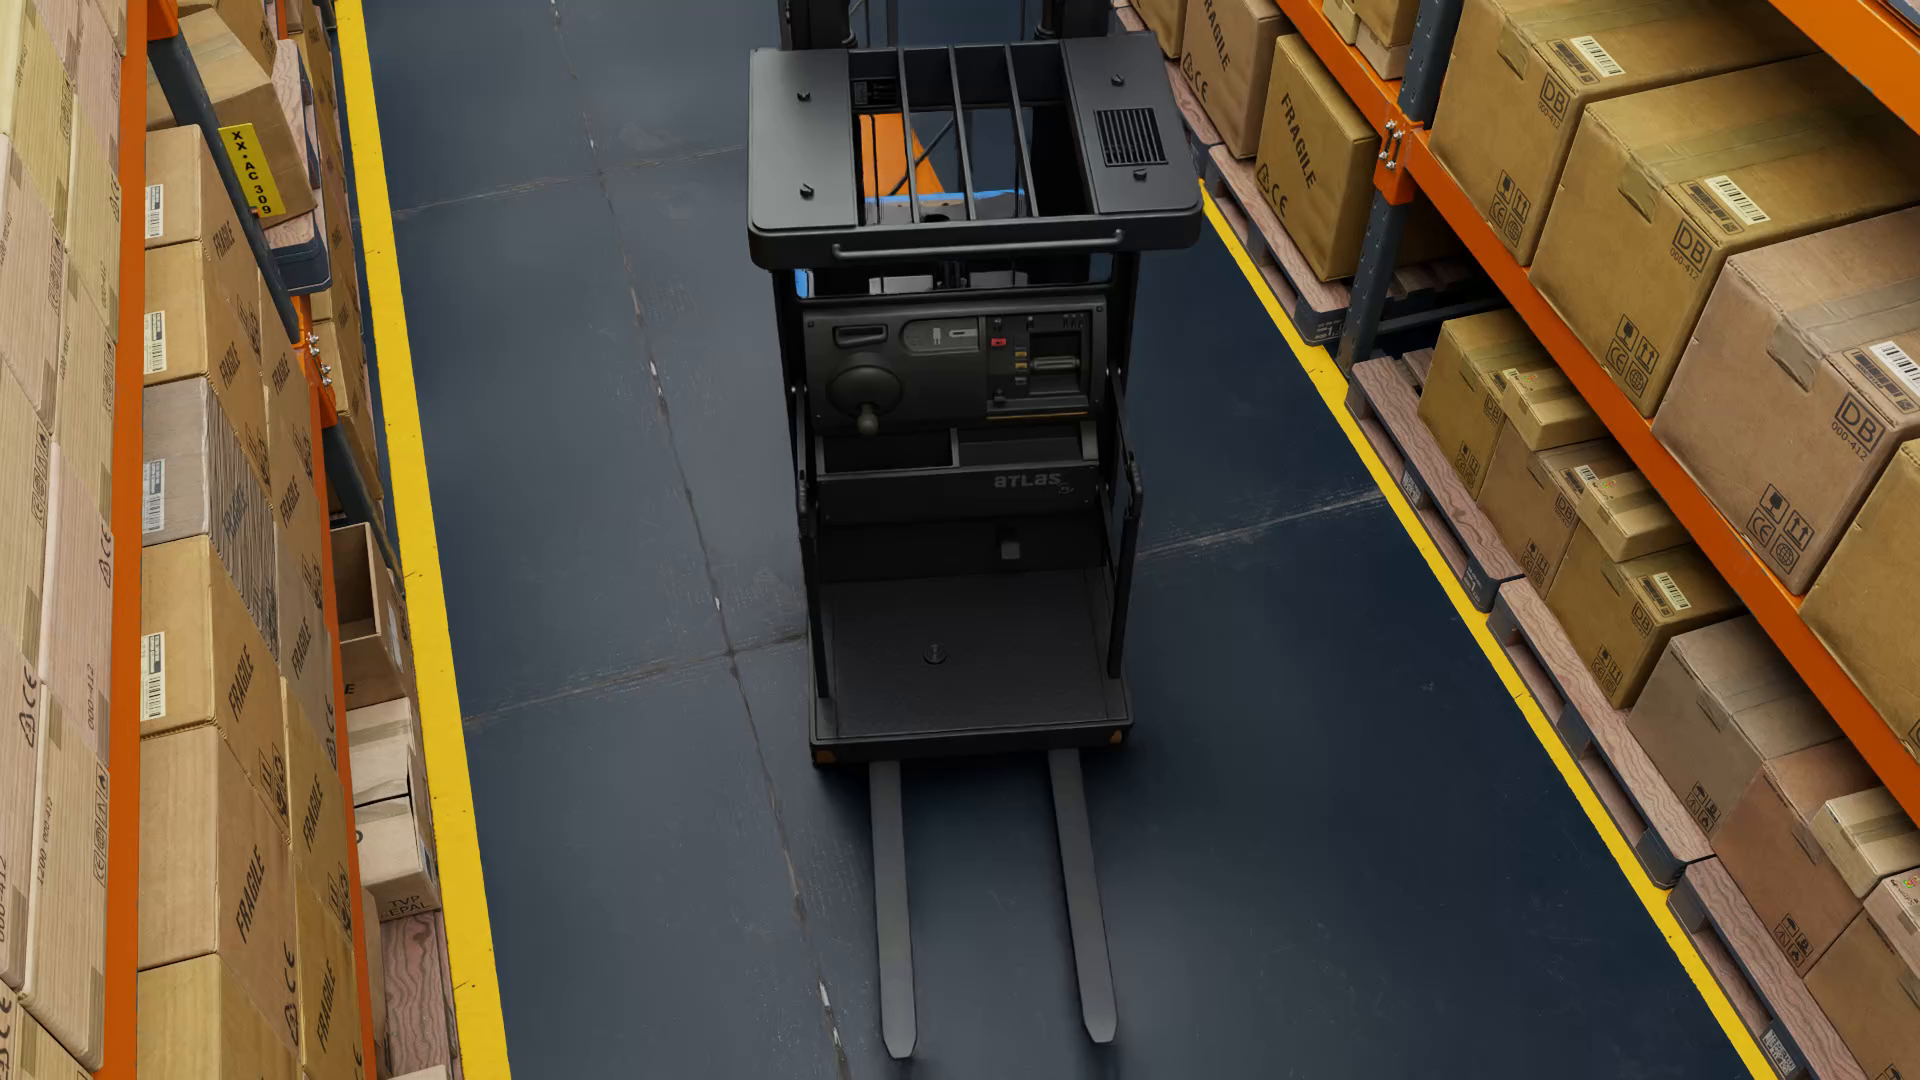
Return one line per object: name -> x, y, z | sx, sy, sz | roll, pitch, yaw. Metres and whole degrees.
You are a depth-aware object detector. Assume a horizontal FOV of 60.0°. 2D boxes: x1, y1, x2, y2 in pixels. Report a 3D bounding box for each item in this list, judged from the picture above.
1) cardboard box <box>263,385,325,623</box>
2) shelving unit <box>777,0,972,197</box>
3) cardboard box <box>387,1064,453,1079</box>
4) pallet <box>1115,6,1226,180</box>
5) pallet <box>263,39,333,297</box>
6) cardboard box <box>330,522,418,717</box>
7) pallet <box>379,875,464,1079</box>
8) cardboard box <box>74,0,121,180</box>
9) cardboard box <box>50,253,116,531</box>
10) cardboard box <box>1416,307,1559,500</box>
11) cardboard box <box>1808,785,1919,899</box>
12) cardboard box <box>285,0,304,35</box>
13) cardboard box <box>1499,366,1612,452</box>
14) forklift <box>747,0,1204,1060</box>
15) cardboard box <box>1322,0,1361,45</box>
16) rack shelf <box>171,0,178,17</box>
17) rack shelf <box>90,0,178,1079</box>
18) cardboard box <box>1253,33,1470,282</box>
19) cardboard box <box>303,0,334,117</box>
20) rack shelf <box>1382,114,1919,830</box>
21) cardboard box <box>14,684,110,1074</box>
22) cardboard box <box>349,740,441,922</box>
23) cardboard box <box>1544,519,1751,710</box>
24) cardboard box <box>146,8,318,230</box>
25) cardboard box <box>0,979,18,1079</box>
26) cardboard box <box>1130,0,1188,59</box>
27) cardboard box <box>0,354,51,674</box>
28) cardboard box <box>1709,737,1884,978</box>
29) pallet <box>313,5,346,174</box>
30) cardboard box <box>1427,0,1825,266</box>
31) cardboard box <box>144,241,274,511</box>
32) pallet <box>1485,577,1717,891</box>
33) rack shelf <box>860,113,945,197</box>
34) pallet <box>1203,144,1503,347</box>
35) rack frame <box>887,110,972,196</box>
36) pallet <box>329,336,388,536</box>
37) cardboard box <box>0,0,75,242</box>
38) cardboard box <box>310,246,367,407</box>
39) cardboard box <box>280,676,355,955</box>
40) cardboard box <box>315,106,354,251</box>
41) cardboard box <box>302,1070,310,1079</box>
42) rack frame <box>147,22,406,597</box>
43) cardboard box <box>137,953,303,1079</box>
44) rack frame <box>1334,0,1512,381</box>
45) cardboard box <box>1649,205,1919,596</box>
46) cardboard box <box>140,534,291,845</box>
cardboard box -> -2.069, -0.032, 4.539 | 0.500, 0.500, 0.500 | -12, 51, -10
shelving unit -> -0.348, -1.565, 6.878 | 0.587, 1.500, 1.083 | -14, 51, -11
cardboard box -> -1.618, 1.791, 4.578 | 0.500, 0.250, 0.500 | -13, 51, -11
pallet -> 1.451, -2.346, 8.380 | 1.003, 0.211, 1.213 | -13, 51, -11
pallet -> -2.748, -1.230, 5.740 | 1.003, 0.211, 1.213 | -13, 51, -11
cardboard box -> -2.176, 0.333, 5.644 | 0.500, 0.500, 0.500 | -13, 51, -11
pallet -> -2.049, 1.610, 5.044 | 1.003, 0.211, 1.213 | -13, 51, -11
cardboard box -> -2.080, -0.939, 3.506 | 0.500, 0.250, 0.500 | -13, 51, -11
cardboard box -> -1.781, -0.210, 2.891 | 0.500, 0.250, 0.500 | -13, 51, -11
cardboard box -> 2.239, -0.566, 6.415 | 0.700, 0.500, 0.500 | -13, 51, -11
cardboard box -> 2.707, 0.849, 4.798 | 0.380, 0.149, 0.250 | -12, 51, -10
cardboard box -> -3.277, -2.512, 7.552 | 0.500, 0.250, 0.500 | -12, 51, -10
cardboard box -> 2.165, -0.484, 5.922 | 0.380, 0.149, 0.250 | -12, 51, -10
forklift -> 0.008, -0.431, 4.986 | 1.130, 2.935, 3.031 | -3, 50, -3
cardboard box -> 1.648, -2.093, 6.494 | 0.380, 0.149, 0.250 | -12, 51, -10
rack shelf -> -3.207, -2.879, 5.513 | 1.077, 0.370, 4.000 | -13, 51, -11
rack shelf -> -2.024, 0.043, 3.050 | 1.077, 0.370, 4.000 | -13, 51, -11
cardboard box -> 1.799, -1.694, 7.137 | 0.750, 0.750, 0.750 | -13, 51, -11
cardboard box -> -3.298, -2.311, 7.873 | 0.500, 0.500, 0.500 | -12, 51, -10
rack shelf -> 2.707, -0.113, 5.144 | 1.077, 0.370, 4.000 | -13, 51, -11
cardboard box -> -1.477, 0.519, 2.276 | 0.500, 0.250, 0.500 | -13, 51, -11
cardboard box -> -1.954, 0.941, 5.255 | 0.500, 0.311, 0.500 | -13, 51, -11
cardboard box -> 2.534, 0.177, 5.789 | 0.700, 0.500, 0.500 | -12, 51, -10
cardboard box -> -2.542, -1.247, 5.289 | 0.700, 0.500, 0.500 | -30, 56, -23
cardboard box -> -1.336, 0.725, 1.776 | 0.500, 0.250, 0.500 | -13, 51, -11
cardboard box -> 1.277, -2.962, 8.206 | 0.750, 0.750, 0.750 | -14, 51, -11
cardboard box -> -1.631, -0.006, 2.392 | 0.500, 0.250, 0.500 | -13, 51, -11
cardboard box -> 2.848, 0.932, 5.153 | 0.700, 0.500, 0.500 | -13, 51, -11
pallet -> -3.614, -2.152, 8.216 | 1.003, 0.211, 1.213 | -13, 51, -11
cardboard box -> 2.260, -1.503, 5.648 | 0.980, 0.700, 0.700 | -13, 51, -10
cardboard box -> -2.065, -0.353, 4.156 | 0.500, 0.500, 0.500 | -14, 51, -12
pallet -> 2.630, 0.559, 5.931 | 1.003, 0.211, 1.213 | -13, 51, -11
rack shelf -> -0.350, -1.455, 7.021 | 0.538, 0.185, 1.000 | -14, 51, -11
pallet -> 1.815, -1.454, 7.627 | 1.003, 0.211, 1.213 | -13, 51, -11
rack frame -> -0.197, -1.200, 6.571 | 0.500, 1.500, 0.032 | -14, 51, -11
pallet -> -2.892, -0.370, 6.714 | 1.003, 0.211, 1.213 | -13, 51, -11
cardboard box -> -1.922, -0.737, 3.009 | 0.500, 0.250, 0.500 | -13, 51, -11
cardboard box -> -2.694, -0.815, 6.612 | 0.500, 0.500, 0.500 | -13, 51, -10
cardboard box -> -1.762, 0.714, 3.910 | 0.500, 0.500, 0.500 | -13, 51, -10
cardboard box -> -2.984, -1.551, 7.232 | 0.500, 0.500, 0.500 | -15, 52, -12
cardboard box -> -1.470, 1.447, 3.293 | 0.500, 0.500, 0.500 | -14, 51, -11
rack frame -> -2.616, -0.683, 5.154 | 1.000, 3.000, 0.127 | -13, 51, -11
cardboard box -> -1.474, 1.120, 2.914 | 0.500, 0.500, 0.500 | -13, 51, -11
rack frame -> 2.115, -1.806, 6.100 | 1.000, 3.000, 0.127 | -13, 51, -11
cardboard box -> 2.695, -0.439, 4.752 | 0.980, 0.700, 0.700 | -16, 52, -13
cardboard box -> -1.768, 0.383, 3.536 | 0.500, 0.500, 0.500 | -14, 51, -11
